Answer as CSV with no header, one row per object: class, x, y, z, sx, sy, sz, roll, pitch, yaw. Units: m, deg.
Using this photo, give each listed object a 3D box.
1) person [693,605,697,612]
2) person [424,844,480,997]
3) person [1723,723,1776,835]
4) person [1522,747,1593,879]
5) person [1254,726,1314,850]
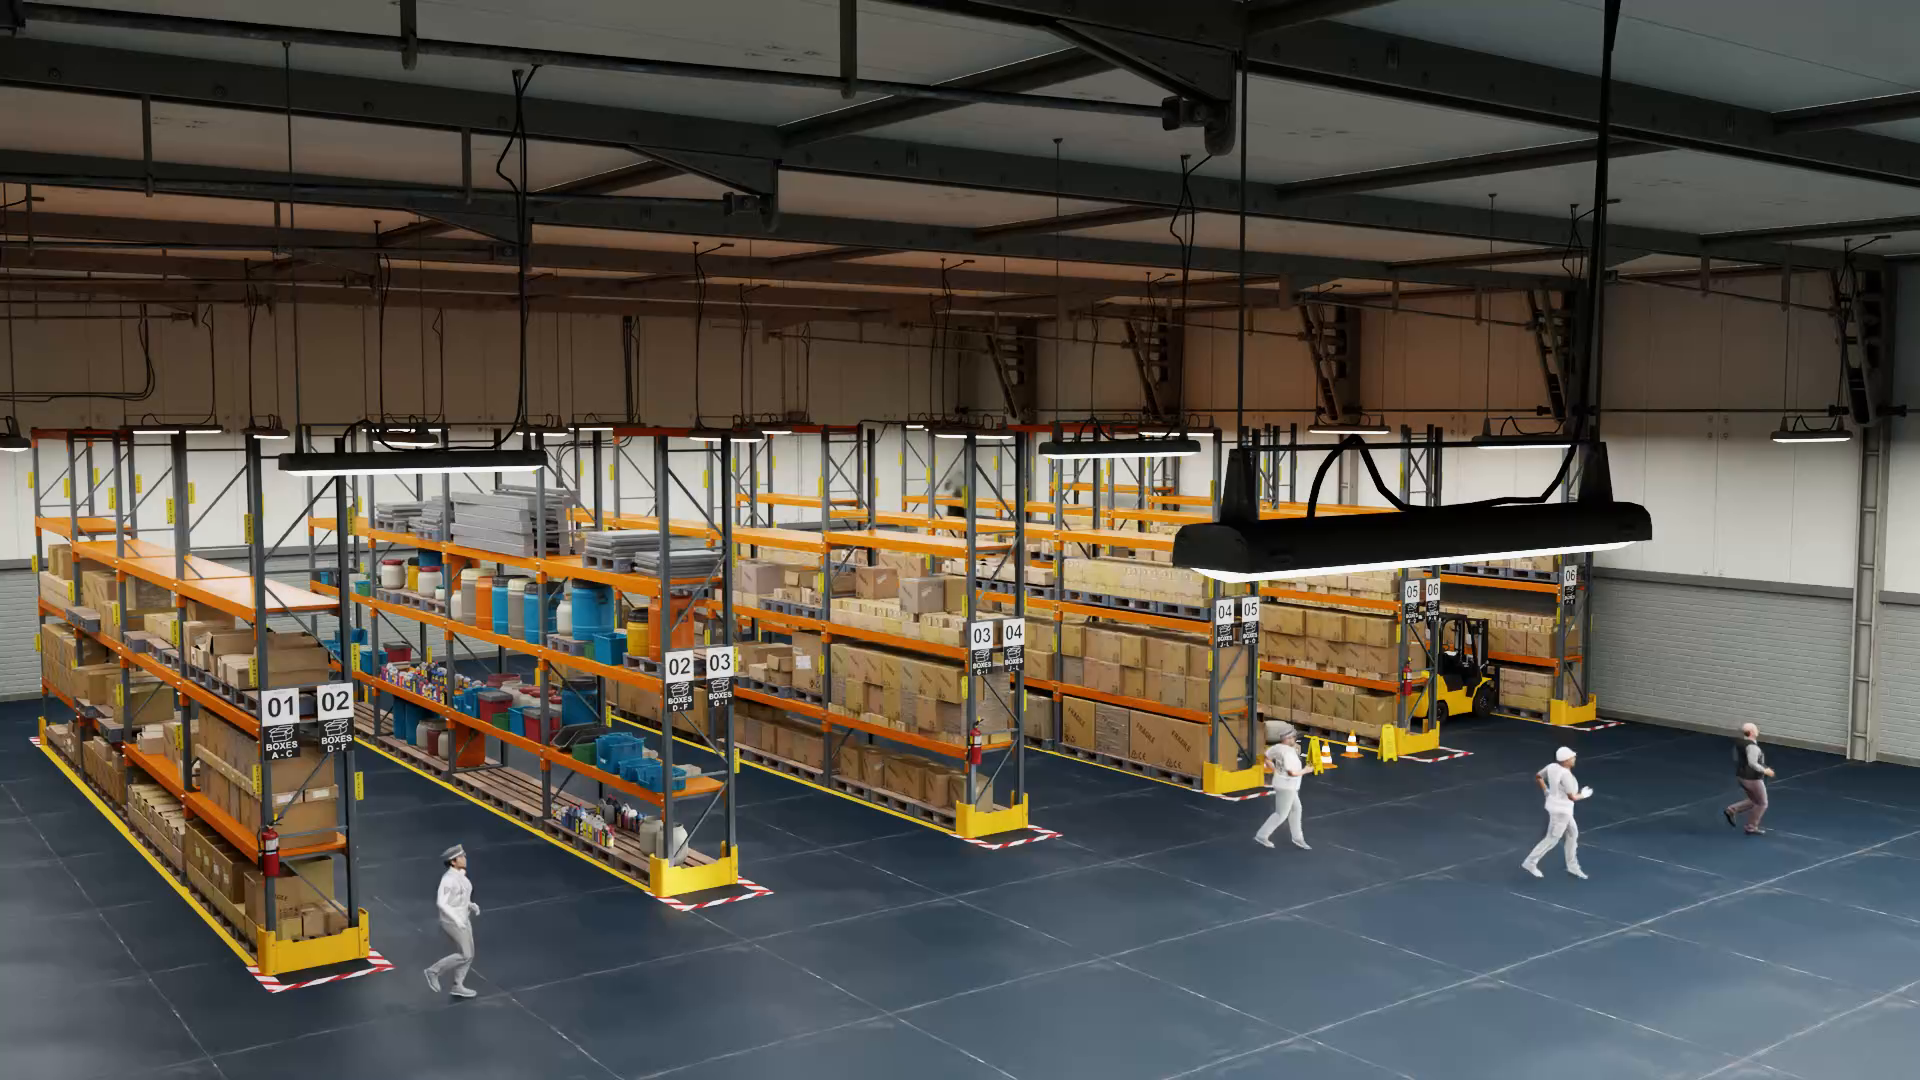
person,-6.667,2.377,40.515,0.663,1.580,0.569,4,6,38
person,-5.491,4.098,17.947,0.549,1.672,0.640,0,4,-4
person,11.744,3.552,24.751,0.611,1.670,0.657,0,4,3
person,8.014,3.681,22.377,0.938,1.823,0.696,0,4,3
person,4.641,3.578,23.807,0.863,1.840,0.649,0,4,-1
